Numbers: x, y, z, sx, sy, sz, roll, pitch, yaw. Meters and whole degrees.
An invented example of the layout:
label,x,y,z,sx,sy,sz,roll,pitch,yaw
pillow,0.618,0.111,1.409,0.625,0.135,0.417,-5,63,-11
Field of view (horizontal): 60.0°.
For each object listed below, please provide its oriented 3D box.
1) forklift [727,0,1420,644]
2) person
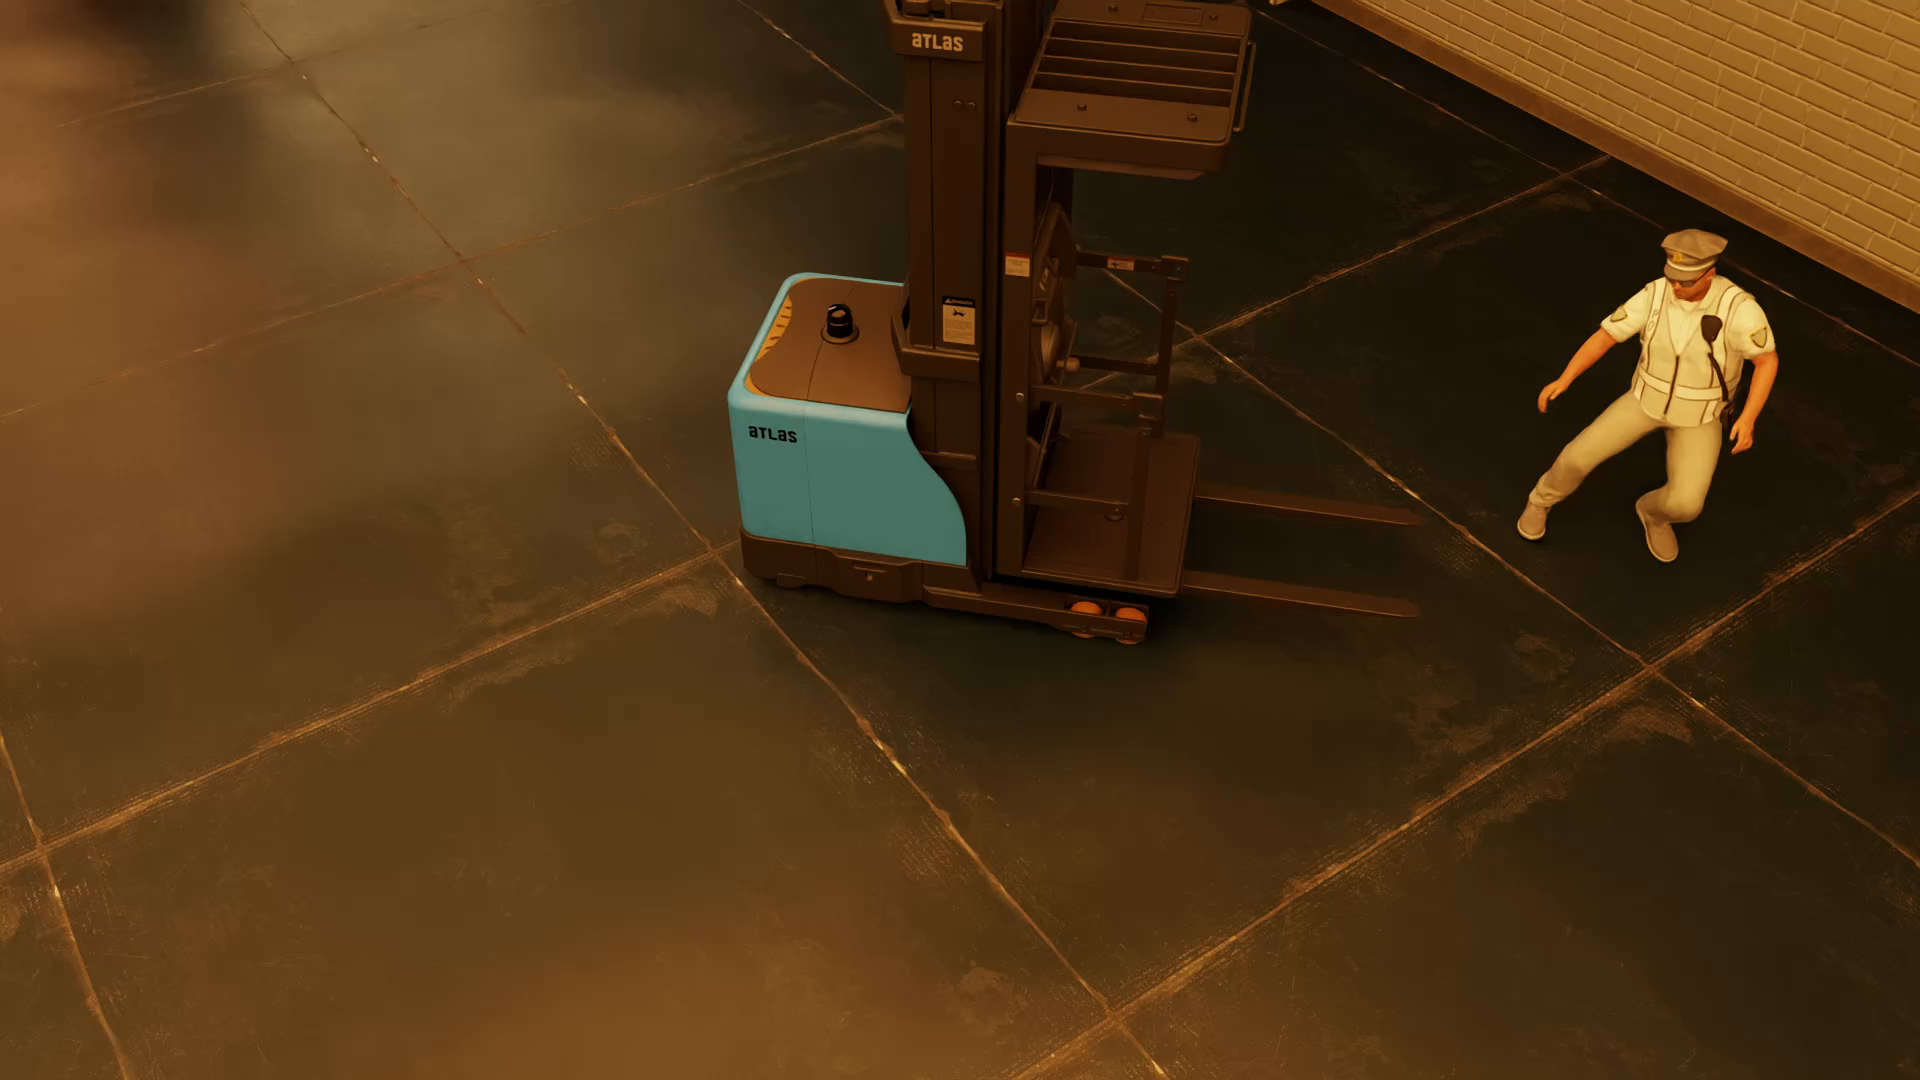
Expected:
label,x,y,z,sx,sy,sz,roll,pitch,yaw
forklift,0.573,-1.011,6.813,3.031,2.935,1.130,8,43,9
person,3.069,-0.579,7.328,0.861,1.582,0.681,28,50,27
